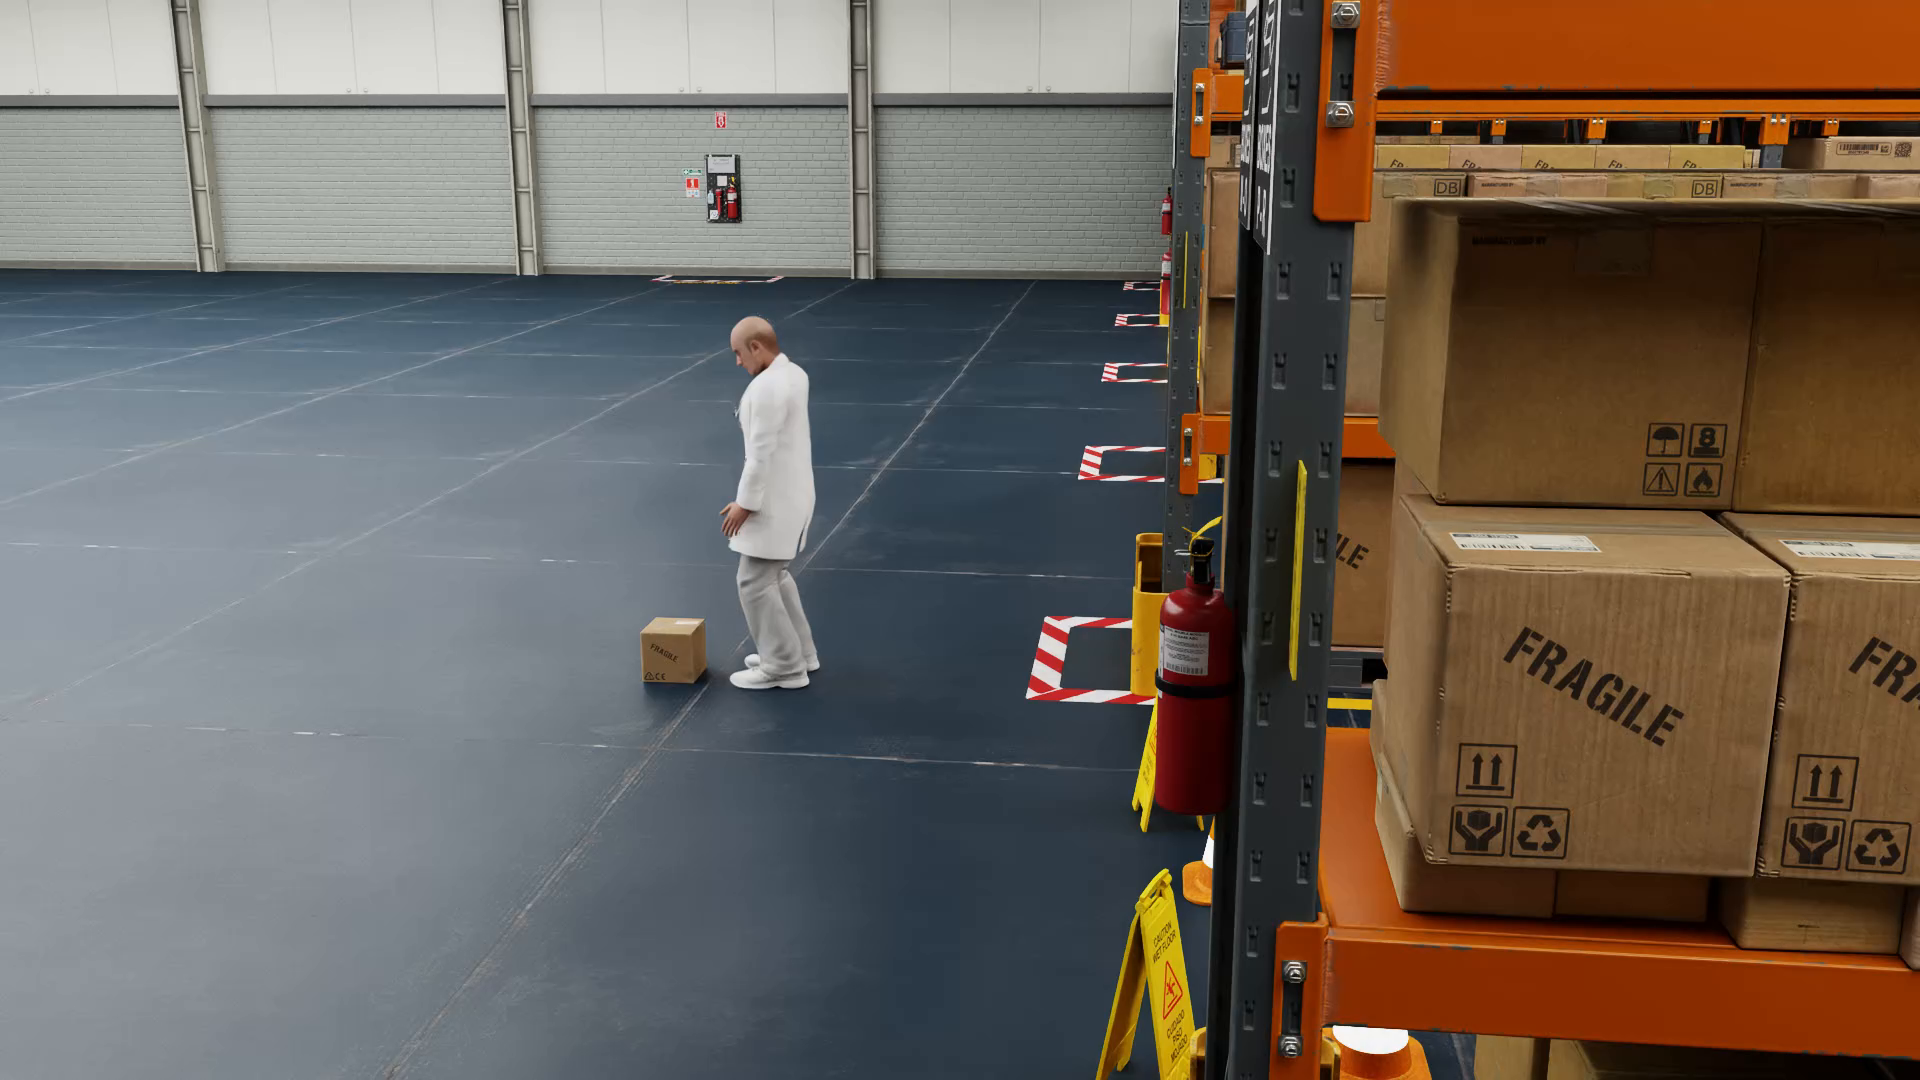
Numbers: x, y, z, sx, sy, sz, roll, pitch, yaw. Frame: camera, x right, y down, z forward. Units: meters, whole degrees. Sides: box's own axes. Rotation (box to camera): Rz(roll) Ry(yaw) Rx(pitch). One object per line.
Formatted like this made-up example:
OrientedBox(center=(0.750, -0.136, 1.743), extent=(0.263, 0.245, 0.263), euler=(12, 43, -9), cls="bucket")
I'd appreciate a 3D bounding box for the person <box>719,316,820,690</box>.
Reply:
OrientedBox(center=(-0.890, -0.171, 7.793), extent=(0.388, 1.752, 0.579), euler=(2, 14, 8), cls="person")
